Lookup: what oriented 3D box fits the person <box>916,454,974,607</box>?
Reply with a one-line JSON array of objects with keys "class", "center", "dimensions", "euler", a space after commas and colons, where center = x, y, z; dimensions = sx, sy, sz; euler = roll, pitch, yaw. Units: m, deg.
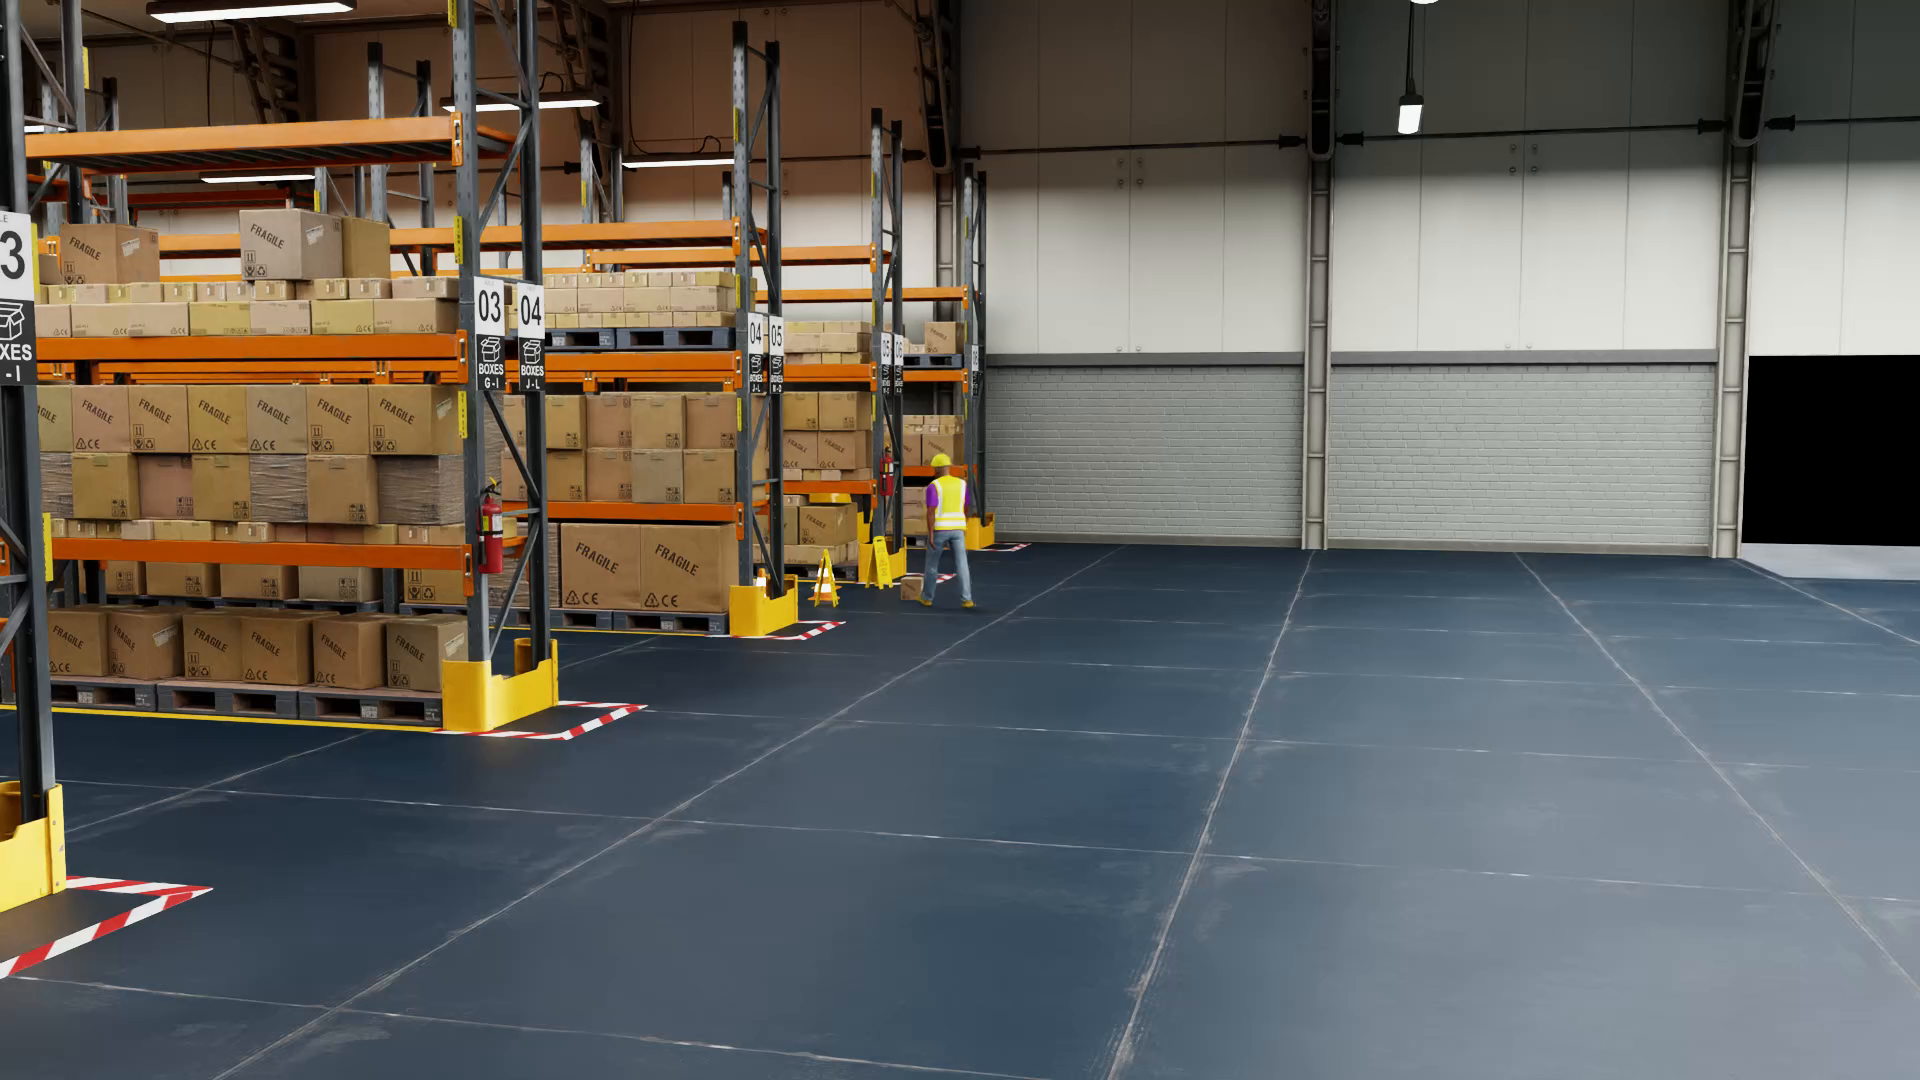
[{"class": "person", "center": [-0.142, -0.106, 18.732], "dimensions": [0.582, 1.735, 0.925], "euler": [-2, 5, -20]}]
